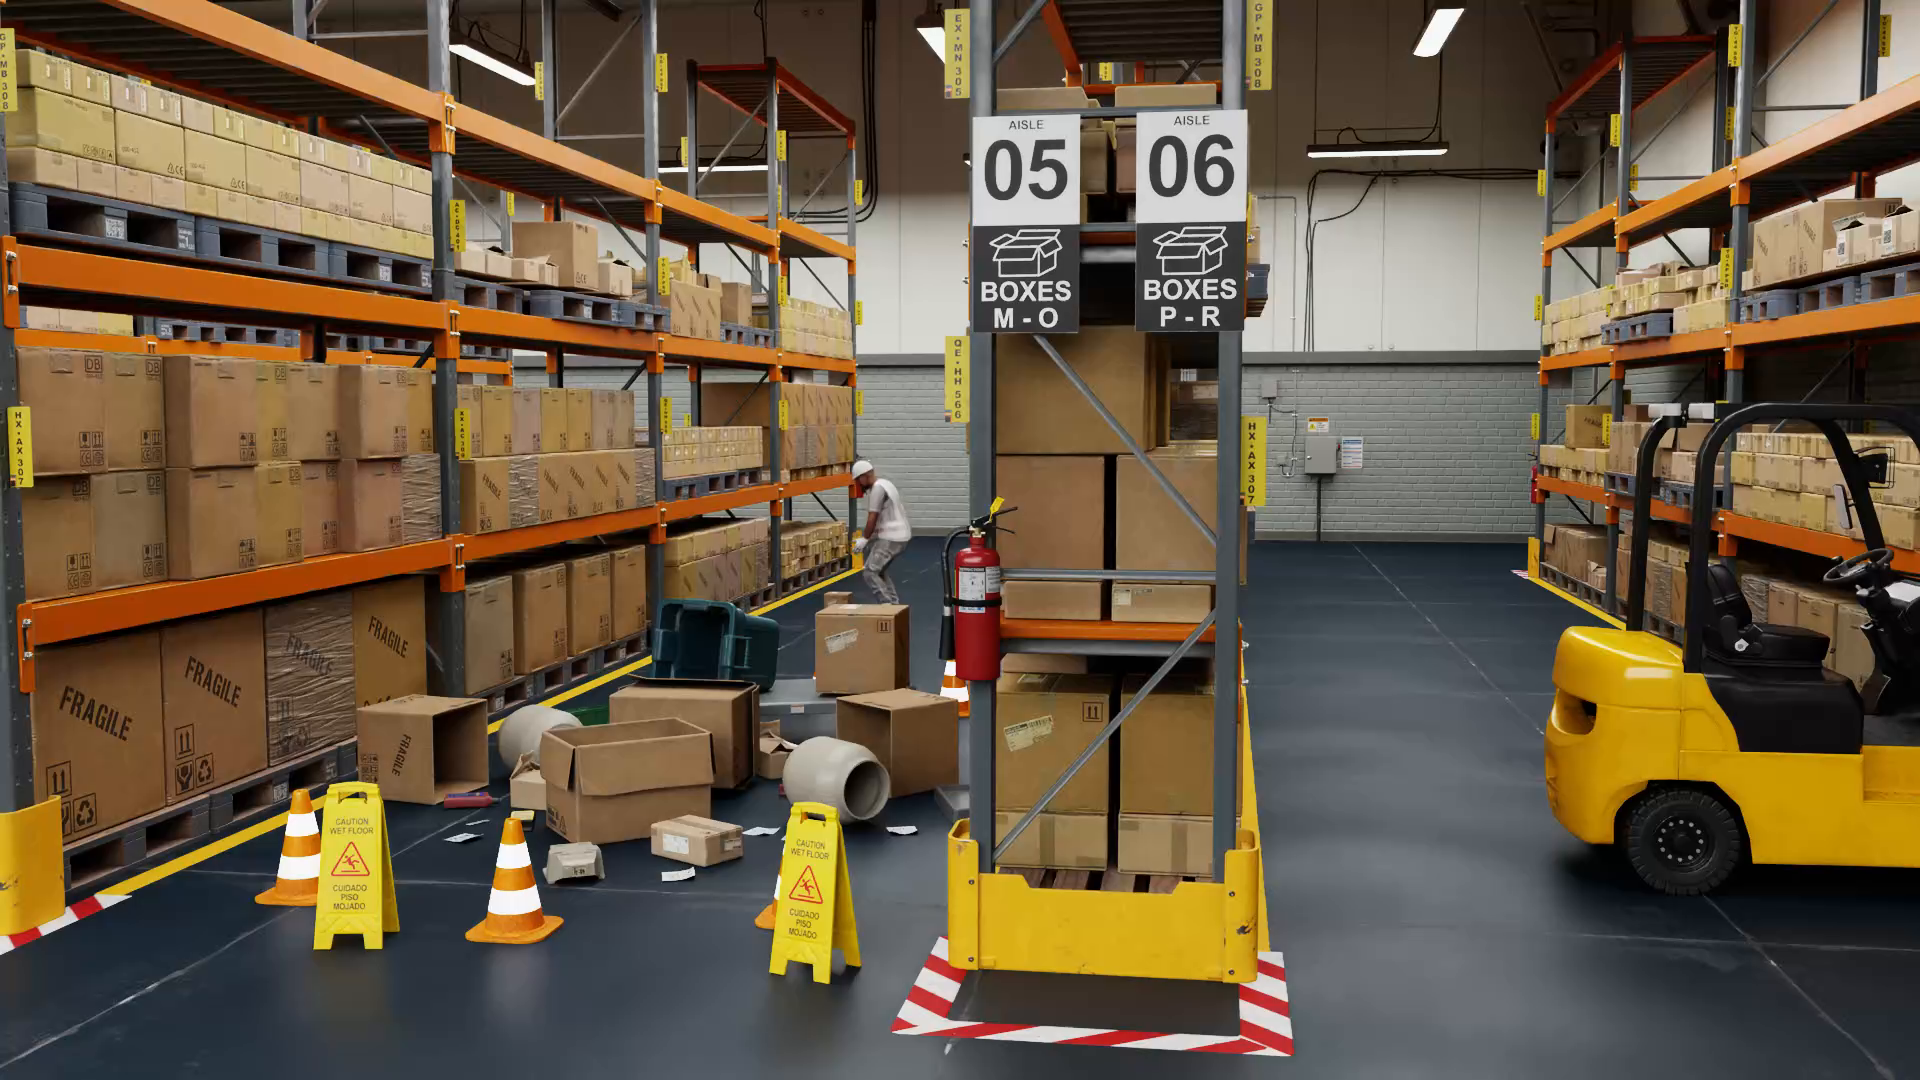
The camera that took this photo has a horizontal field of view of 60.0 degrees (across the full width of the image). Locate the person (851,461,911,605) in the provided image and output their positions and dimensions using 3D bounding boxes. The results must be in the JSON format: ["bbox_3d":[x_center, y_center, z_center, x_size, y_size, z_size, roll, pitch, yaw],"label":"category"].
[{"bbox_3d":[-0.816,-0.001,17.014,0.606,1.624,0.598,1,4,10],"label":"person"}]
